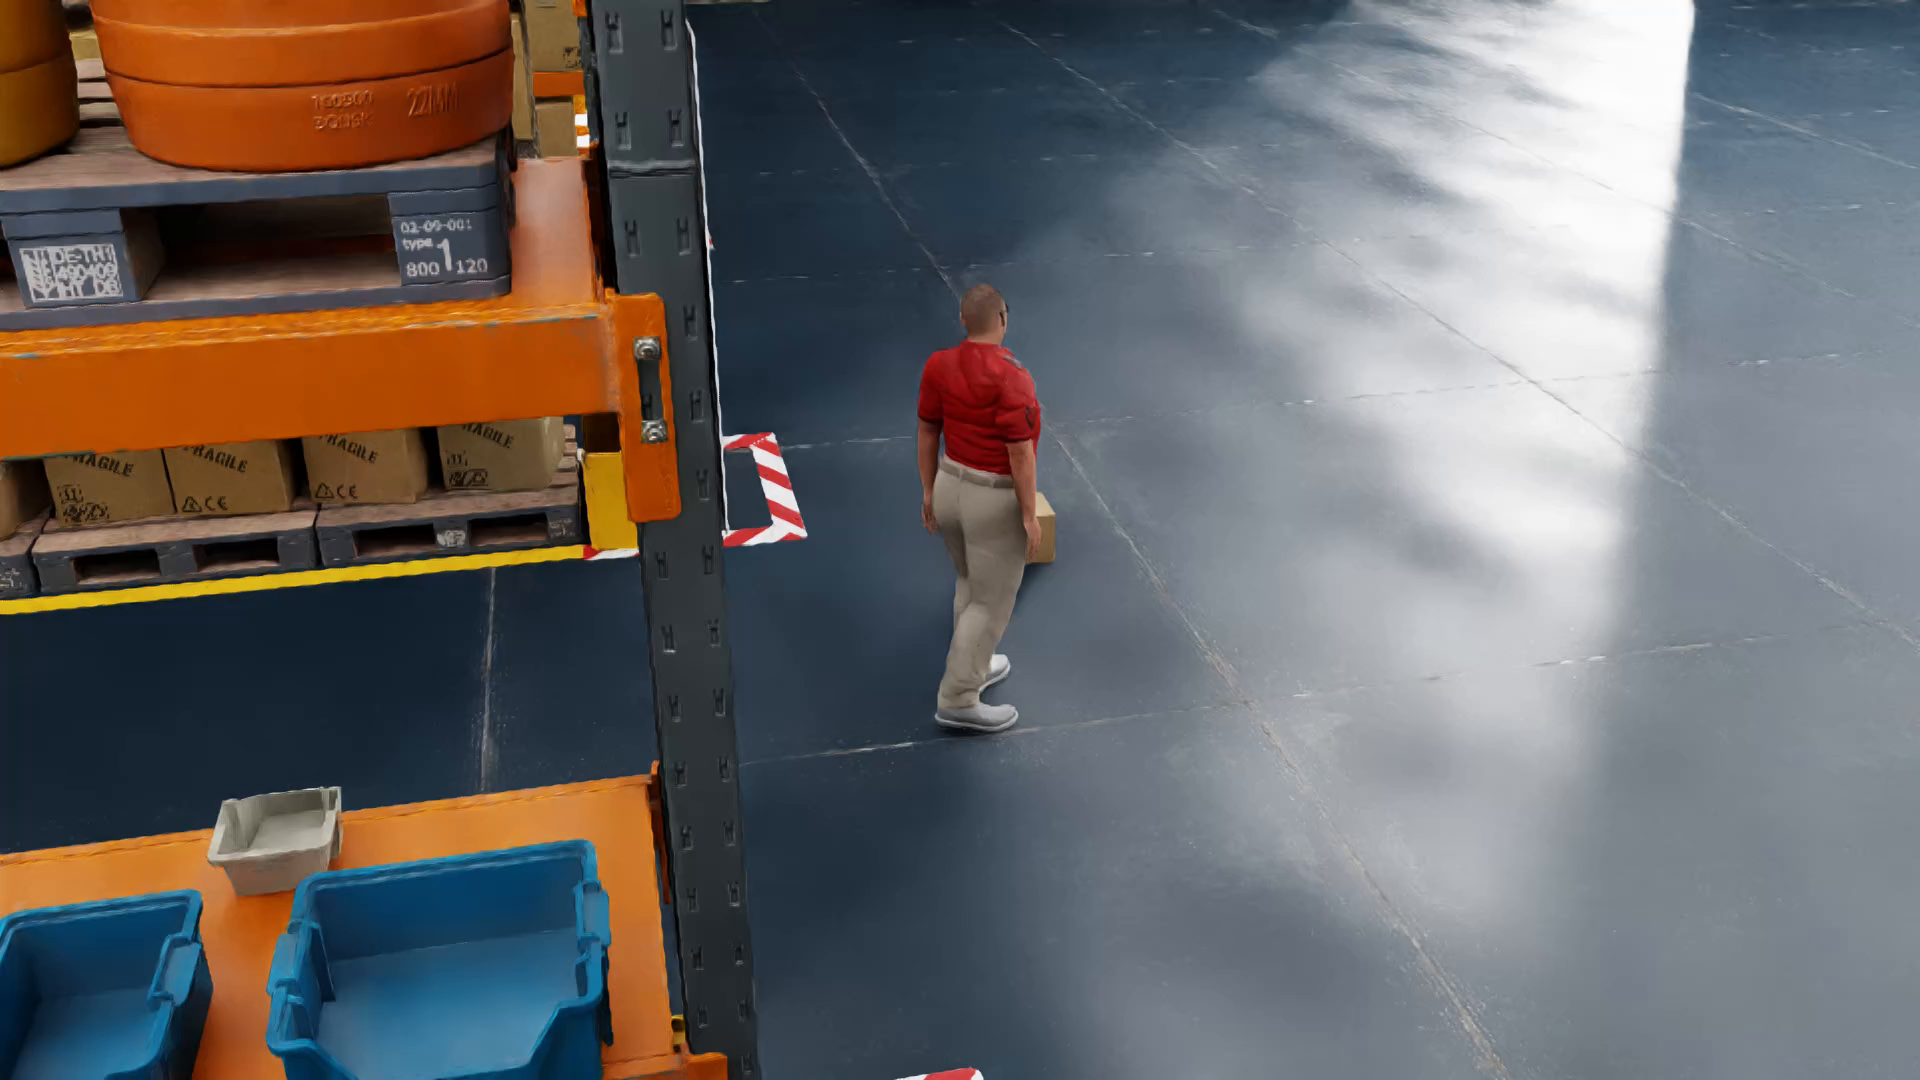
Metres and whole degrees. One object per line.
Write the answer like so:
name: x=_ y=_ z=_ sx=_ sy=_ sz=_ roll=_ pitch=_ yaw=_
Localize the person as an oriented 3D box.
person: x=0.054 y=-0.122 z=6.385 sx=0.577 sy=1.714 sz=0.585 roll=-24 pitch=35 yaw=-39
